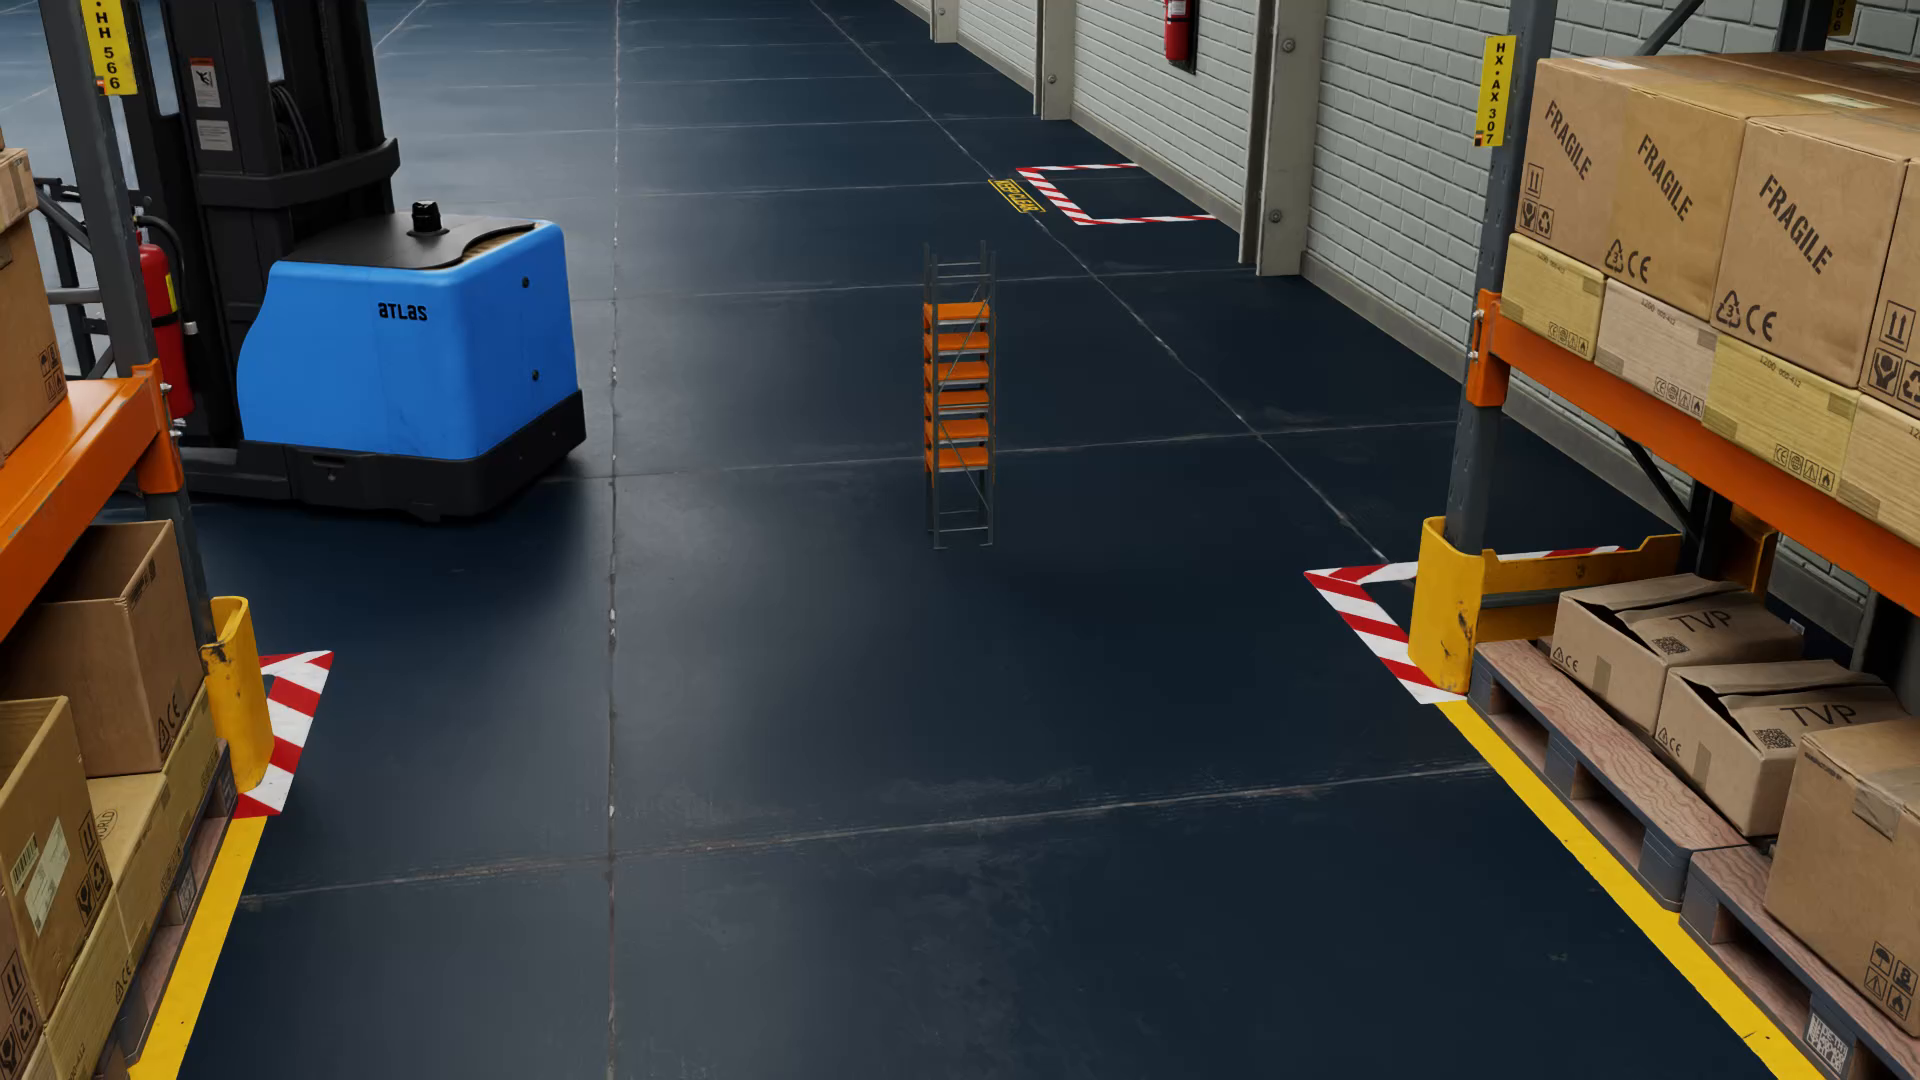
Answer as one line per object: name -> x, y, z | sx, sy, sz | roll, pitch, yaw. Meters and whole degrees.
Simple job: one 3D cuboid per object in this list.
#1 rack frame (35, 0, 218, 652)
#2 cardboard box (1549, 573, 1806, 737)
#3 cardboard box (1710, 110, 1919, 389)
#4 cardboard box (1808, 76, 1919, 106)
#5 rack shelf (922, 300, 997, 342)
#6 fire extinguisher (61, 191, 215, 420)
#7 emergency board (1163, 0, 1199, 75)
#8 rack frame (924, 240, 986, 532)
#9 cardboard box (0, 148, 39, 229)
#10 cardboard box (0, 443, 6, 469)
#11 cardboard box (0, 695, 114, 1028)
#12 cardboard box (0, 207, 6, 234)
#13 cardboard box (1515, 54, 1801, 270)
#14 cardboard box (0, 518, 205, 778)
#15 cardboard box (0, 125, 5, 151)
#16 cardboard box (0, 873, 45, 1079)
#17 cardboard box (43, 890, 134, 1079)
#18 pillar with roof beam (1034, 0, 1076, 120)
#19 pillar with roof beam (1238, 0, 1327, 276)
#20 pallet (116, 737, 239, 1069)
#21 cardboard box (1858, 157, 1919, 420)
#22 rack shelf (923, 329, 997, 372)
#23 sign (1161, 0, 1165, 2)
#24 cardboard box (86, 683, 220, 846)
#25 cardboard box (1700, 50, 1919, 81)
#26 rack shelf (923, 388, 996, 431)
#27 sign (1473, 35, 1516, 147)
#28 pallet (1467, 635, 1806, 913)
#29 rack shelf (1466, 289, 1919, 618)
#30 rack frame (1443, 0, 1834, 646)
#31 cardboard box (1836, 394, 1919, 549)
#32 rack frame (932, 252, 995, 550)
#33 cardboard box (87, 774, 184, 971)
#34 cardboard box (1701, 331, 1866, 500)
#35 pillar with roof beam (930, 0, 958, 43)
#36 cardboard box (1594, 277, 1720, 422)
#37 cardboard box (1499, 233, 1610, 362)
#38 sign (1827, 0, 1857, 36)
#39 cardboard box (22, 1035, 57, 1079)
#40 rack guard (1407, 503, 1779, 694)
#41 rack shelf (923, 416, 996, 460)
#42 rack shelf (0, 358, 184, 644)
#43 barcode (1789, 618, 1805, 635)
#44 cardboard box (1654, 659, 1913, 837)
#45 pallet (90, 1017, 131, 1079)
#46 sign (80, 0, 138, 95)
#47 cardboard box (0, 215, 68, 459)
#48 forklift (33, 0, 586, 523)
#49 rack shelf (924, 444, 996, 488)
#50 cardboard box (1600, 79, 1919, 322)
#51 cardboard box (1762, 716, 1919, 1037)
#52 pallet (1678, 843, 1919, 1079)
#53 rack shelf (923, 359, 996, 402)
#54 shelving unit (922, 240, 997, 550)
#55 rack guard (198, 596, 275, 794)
rack frame -> -2.718, -0.628, 4.441 | 1.000, 3.000, 0.127 | -4, 24, -10
cardboard box -> 2.189, 0.313, 5.096 | 0.500, 0.311, 0.500 | -7, 25, -16
cardboard box -> 2.114, -0.672, 3.766 | 0.500, 0.500, 0.500 | -5, 24, -11
cardboard box -> 2.529, -0.912, 4.316 | 0.500, 0.500, 0.500 | -4, 24, -9
rack shelf -> -0.003, -0.845, 6.397 | 0.258, 0.103, 0.180 | -4, 24, -10
fire extinguisher -> -2.283, -0.674, 4.642 | 0.296, 0.674, 0.183 | -4, 24, -10
emergency board -> 1.600, -4.120, 12.436 | 0.194, 1.169, 0.643 | -4, 24, -10
rack frame -> -0.020, -0.592, 6.605 | 0.240, 1.200, 0.006 | -4, 24, -10
cardboard box -> -2.460, -0.835, 3.979 | 0.380, 0.149, 0.250 | -5, 24, -11
cardboard box -> -2.542, -0.283, 3.526 | 0.700, 0.500, 0.500 | -4, 24, -8
cardboard box -> -2.127, 0.677, 3.427 | 0.500, 0.500, 0.500 | -4, 24, -10
cardboard box -> -2.410, -0.732, 3.744 | 0.380, 0.149, 0.250 | -4, 24, -8
cardboard box -> 1.943, -1.071, 4.679 | 0.500, 0.500, 0.500 | -4, 24, -10
cardboard box -> -2.326, 0.284, 4.325 | 0.500, 0.500, 0.500 | -4, 24, -10
cardboard box -> -2.634, -1.063, 3.691 | 0.700, 0.500, 0.500 | -4, 24, -10
cardboard box -> -2.036, 0.873, 2.976 | 0.500, 0.500, 0.500 | -4, 24, -10
cardboard box -> -2.130, 1.021, 3.576 | 0.500, 0.250, 0.500 | -4, 24, -10
pillar with roof beam -> -3.320, -7.936, 13.677 | 9.100, 9.000, 0.400 | -4, 24, -10
pillar with roof beam -> -2.211, -5.576, 8.273 | 9.100, 9.000, 0.400 | -4, 24, -10
pallet -> -2.535, 0.947, 4.318 | 1.003, 0.211, 1.213 | -4, 24, -10
cardboard box -> 2.221, -0.470, 3.303 | 0.500, 0.500, 0.500 | -4, 24, -8
rack shelf -> -0.003, -0.735, 6.445 | 0.258, 0.103, 0.180 | -4, 24, -10
sign -> 1.600, -4.362, 12.944 | 0.001, 0.329, 0.234 | -4, 24, -10
cardboard box -> -2.328, 0.628, 4.474 | 0.500, 0.250, 0.500 | -4, 24, -10
cardboard box -> 2.446, -1.111, 4.771 | 0.500, 0.500, 0.500 | -5, 24, -10
rack shelf -> -0.003, -0.515, 6.541 | 0.258, 0.103, 0.180 | -4, 24, -10
sign -> 1.617, -1.353, 5.019 | 0.100, 0.325, 0.005 | -4, 24, -10
pallet -> 2.279, 0.633, 5.036 | 1.003, 0.211, 1.213 | -4, 24, -10
rack shelf -> 2.520, 0.120, 3.627 | 1.077, 0.370, 4.000 | -4, 24, -10
rack frame -> 2.150, -0.997, 5.284 | 1.000, 3.000, 0.127 | -4, 24, -10
cardboard box -> 2.218, -0.118, 3.436 | 0.500, 0.250, 0.500 | -4, 24, -9
rack frame -> 0.014, -0.520, 6.440 | 0.240, 1.200, 0.006 | -4, 24, -10
cardboard box -> -2.224, 0.824, 4.026 | 0.500, 0.250, 0.500 | -4, 24, -10
cardboard box -> 2.126, -0.317, 3.892 | 0.500, 0.250, 0.500 | -5, 24, -11
pillar with roof beam -> -4.430, -10.296, 19.081 | 9.100, 9.000, 0.400 | -4, 24, -10
cardboard box -> 2.038, -0.518, 4.351 | 0.500, 0.250, 0.500 | -5, 24, -11
cardboard box -> 1.928, -0.721, 4.817 | 0.500, 0.250, 0.500 | -5, 24, -11
sign -> 2.699, -1.705, 5.065 | 0.100, 0.325, 0.005 | -4, 24, -10
cardboard box -> -2.039, 1.217, 3.126 | 0.500, 0.250, 0.500 | -4, 24, -10
rack guard -> 2.164, 0.179, 5.716 | 1.175, 0.500, 0.348 | -4, 24, -10
rack shelf -> -0.003, -0.405, 6.589 | 0.258, 0.103, 0.180 | -4, 24, -10
rack shelf -> -2.348, 0.488, 2.784 | 1.077, 0.370, 4.000 | -4, 24, -10
barcode -> 2.586, 0.286, 5.145 | 0.001, 0.075, 0.075 | -4, 24, -10
cardboard box -> 2.295, 0.537, 4.582 | 0.500, 0.311, 0.500 | -2, 24, -5
pallet -> -2.313, 1.426, 3.221 | 1.003, 0.211, 1.213 | -4, 24, -10
sign -> -2.182, -1.302, 4.241 | 0.100, 0.325, 0.005 | -4, 24, -10
cardboard box -> -2.644, -0.490, 3.998 | 0.700, 0.500, 0.500 | -4, 24, -10
forklift -> -3.291, -1.718, 7.022 | 3.031, 2.935, 1.130 | 6, 24, 13
rack shelf -> -0.003, -0.295, 6.637 | 0.258, 0.103, 0.180 | -4, 24, -10
cardboard box -> 2.024, -0.875, 4.232 | 0.500, 0.500, 0.500 | -4, 24, -10
cardboard box -> 2.381, 0.743, 3.875 | 0.700, 0.500, 0.500 | -6, 24, -13
pallet -> 2.502, 1.112, 3.939 | 1.003, 0.211, 1.213 | -4, 24, -10
rack shelf -> -0.003, -0.625, 6.493 | 0.258, 0.103, 0.180 | -4, 24, -10
shelving unit -> -0.003, -0.556, 6.523 | 0.258, 1.200, 0.189 | -4, 24, -10
rack guard -> -2.722, 0.508, 4.963 | 1.175, 0.500, 0.348 | -4, 24, -10
